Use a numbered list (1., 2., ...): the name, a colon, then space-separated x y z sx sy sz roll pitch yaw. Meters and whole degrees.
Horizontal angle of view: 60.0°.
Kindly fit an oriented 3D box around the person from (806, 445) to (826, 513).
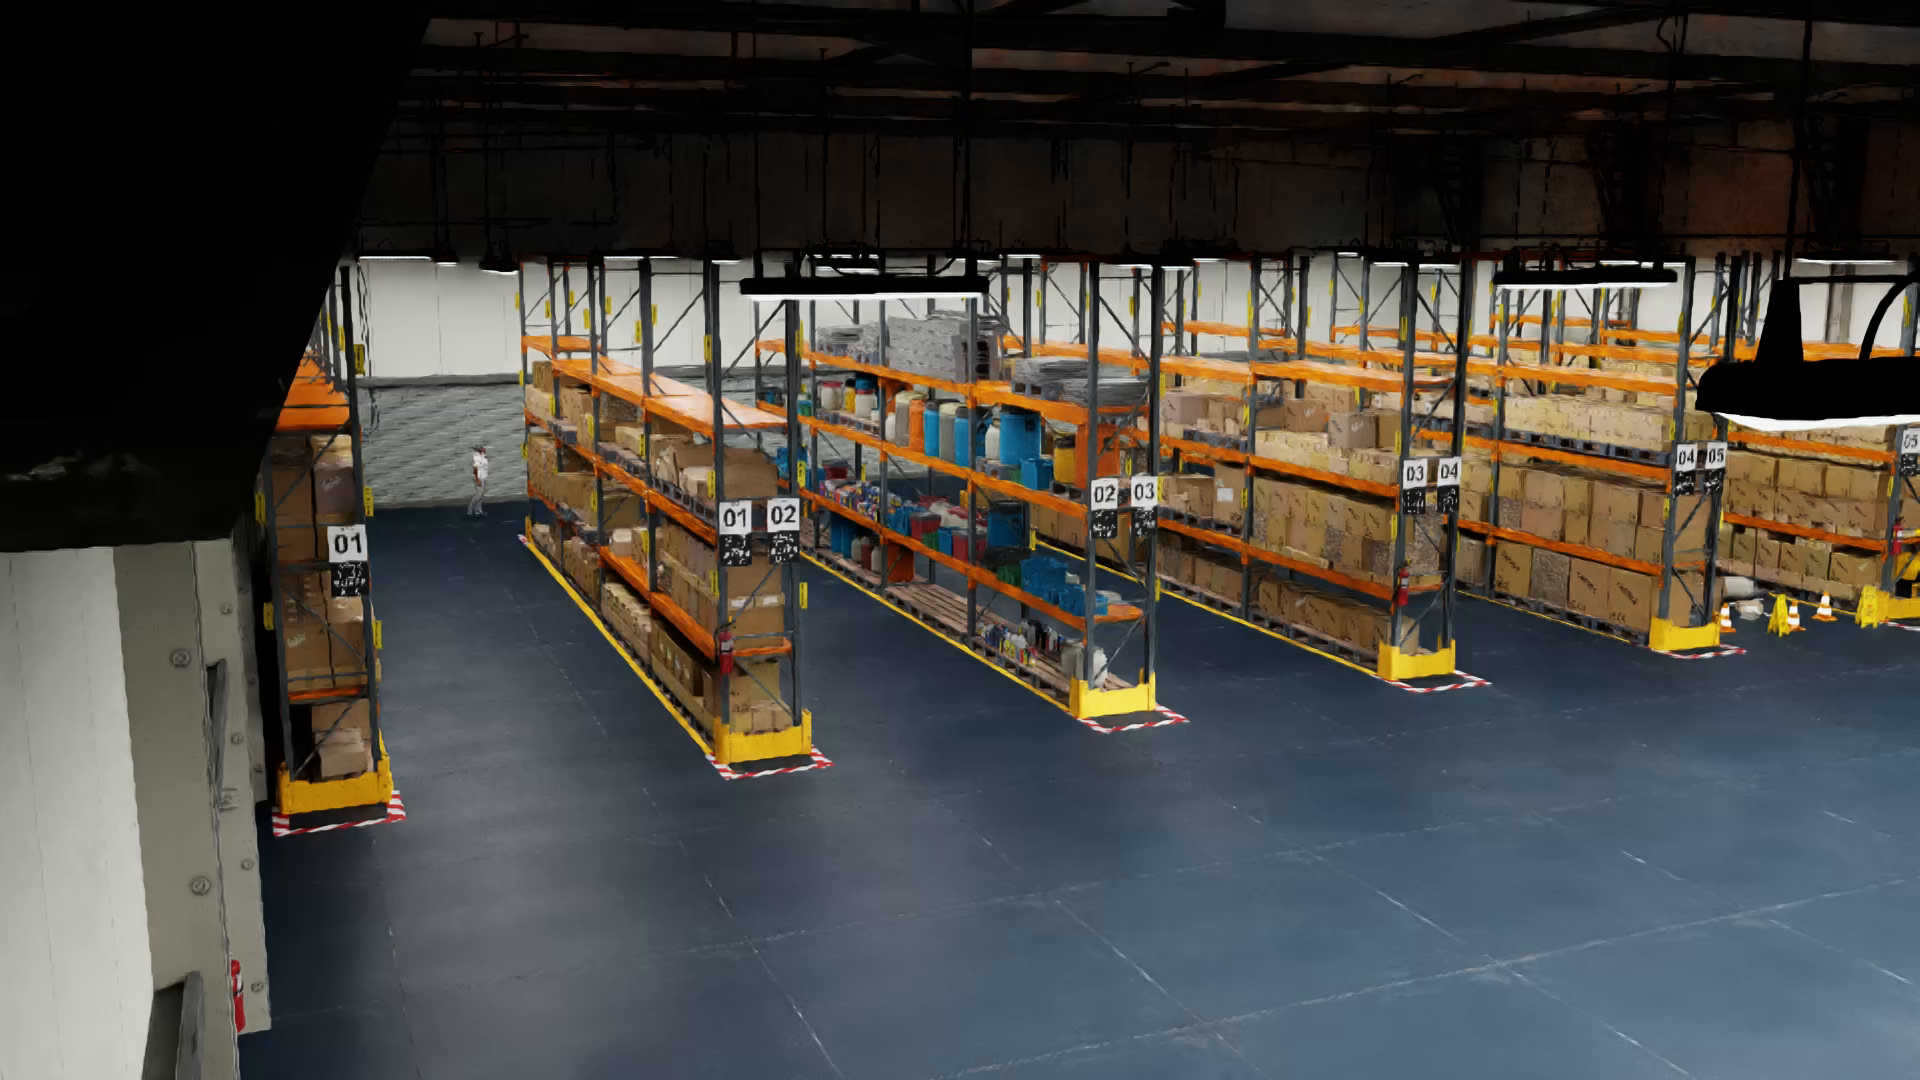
1. person: -3.535 -1.390 38.123 0.666 1.620 0.710 6 12 28

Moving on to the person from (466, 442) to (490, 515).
1. person: -11.034 -1.392 37.993 0.458 1.654 0.627 2 11 10
